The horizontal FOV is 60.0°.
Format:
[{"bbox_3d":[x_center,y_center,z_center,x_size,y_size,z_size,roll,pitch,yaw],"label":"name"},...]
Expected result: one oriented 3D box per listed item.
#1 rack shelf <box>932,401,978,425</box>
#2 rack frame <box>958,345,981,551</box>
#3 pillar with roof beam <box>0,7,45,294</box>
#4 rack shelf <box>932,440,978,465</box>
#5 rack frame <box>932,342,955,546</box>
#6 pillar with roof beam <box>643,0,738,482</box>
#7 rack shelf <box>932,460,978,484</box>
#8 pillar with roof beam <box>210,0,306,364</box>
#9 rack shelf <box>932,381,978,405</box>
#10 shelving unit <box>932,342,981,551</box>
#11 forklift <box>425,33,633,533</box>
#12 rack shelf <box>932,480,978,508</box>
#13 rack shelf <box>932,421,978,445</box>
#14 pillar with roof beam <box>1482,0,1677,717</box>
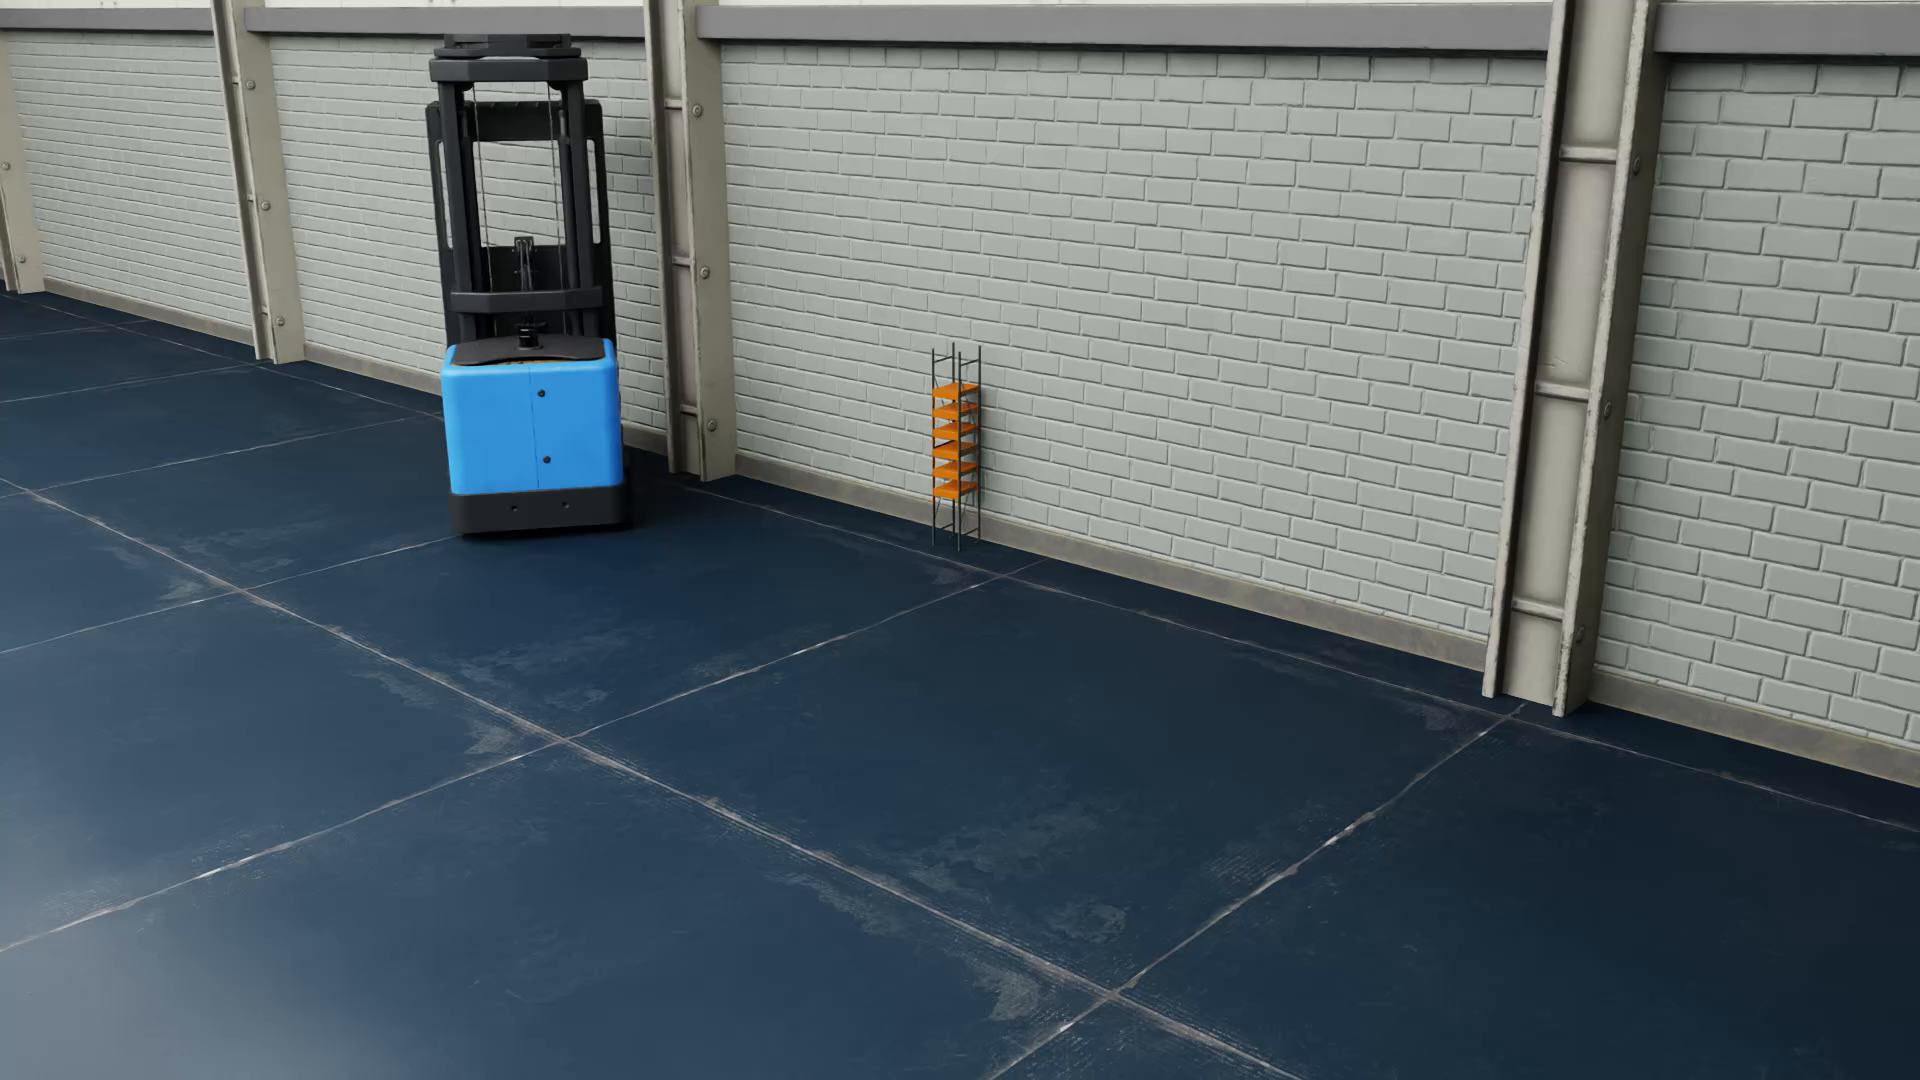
[{"bbox_3d":[-0.020,-0.739,9.808,0.180,0.103,0.258,11,20,31],"label":"rack shelf"},{"bbox_3d":[0.057,-0.538,9.820,0.006,1.200,0.240,11,20,31],"label":"rack frame"},{"bbox_3d":[-13.620,-6.196,14.758,0.400,9.000,9.100,15,23,39],"label":"pillar with roof beam"},{"bbox_3d":[-0.020,-0.510,9.880,0.180,0.103,0.258,11,20,31],"label":"rack shelf"},{"bbox_3d":[-0.097,-0.567,9.914,0.006,1.200,0.240,11,20,31],"label":"rack frame"},{"bbox_3d":[-4.644,-3.786,7.166,0.400,9.000,9.100,15,23,39],"label":"pillar with roof beam"},{"bbox_3d":[-0.020,-0.395,9.916,0.180,0.103,0.258,11,20,31],"label":"rack shelf"},{"bbox_3d":[-9.132,-4.991,10.962,0.400,9.000,9.100,15,23,39],"label":"pillar with roof beam"},{"bbox_3d":[-0.020,-0.853,9.772,0.180,0.103,0.258,11,20,31],"label":"rack shelf"},{"bbox_3d":[-0.020,-0.552,9.867,0.189,1.200,0.258,11,20,31],"label":"shelving unit"},{"bbox_3d":[-2.879,-1.844,11.076,1.130,2.935,3.031,-4,18,-12],"label":"forklift"},{"bbox_3d":[-0.020,-0.281,9.952,0.180,0.103,0.258,11,20,31],"label":"rack shelf"},{"bbox_3d":[-0.020,-0.624,9.844,0.180,0.103,0.258,11,20,31],"label":"rack shelf"},{"bbox_3d":[-0.157,-2.582,3.370,0.400,9.000,9.100,15,23,39],"label":"pillar with roof beam"}]
